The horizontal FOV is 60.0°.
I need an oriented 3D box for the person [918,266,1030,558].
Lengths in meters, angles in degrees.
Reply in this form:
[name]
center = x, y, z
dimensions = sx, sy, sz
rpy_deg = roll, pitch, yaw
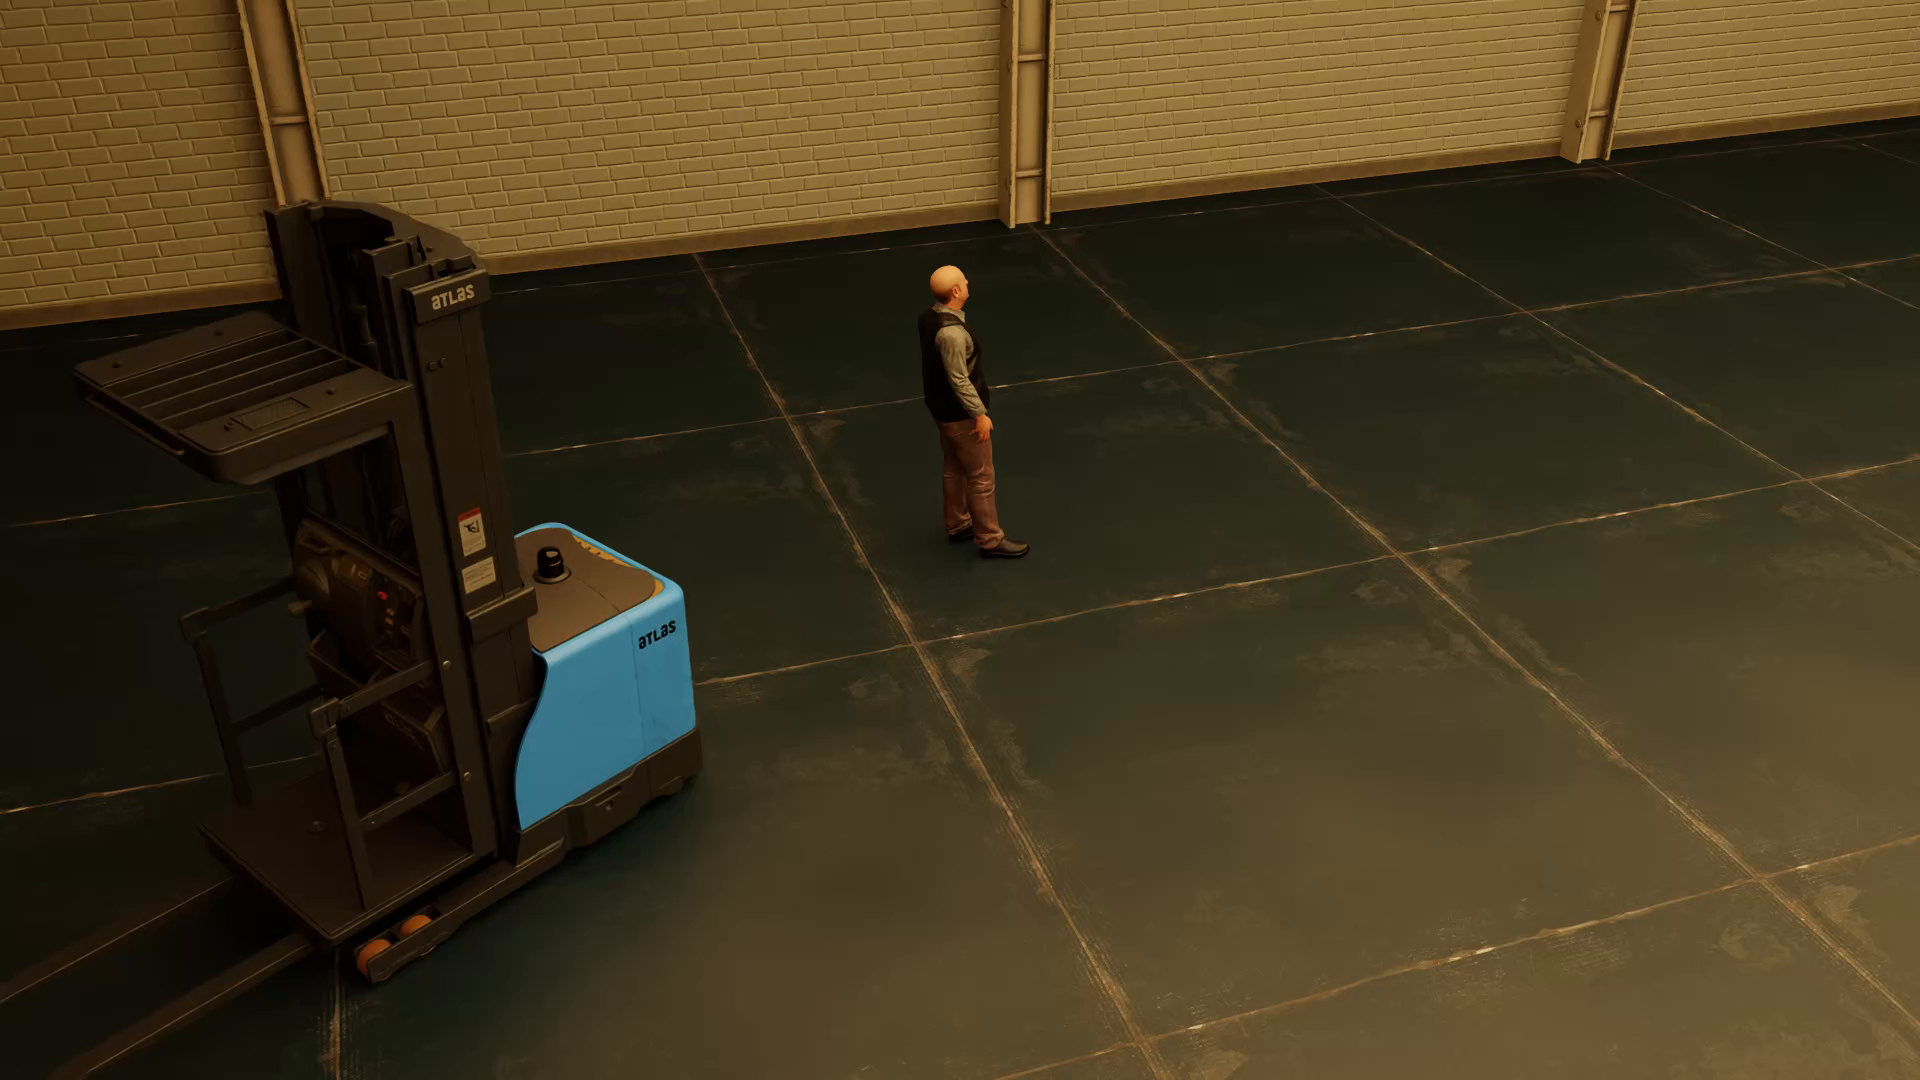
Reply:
[person]
center = 0.062, -0.759, 9.604
dimensions = 0.566, 1.722, 0.634
rpy_deg = -10, 31, -16

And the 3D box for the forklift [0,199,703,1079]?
[forklift]
center = -2.585, 0.263, 6.630
dimensions = 1.130, 2.935, 3.031
rpy_deg = 24, 37, 35
